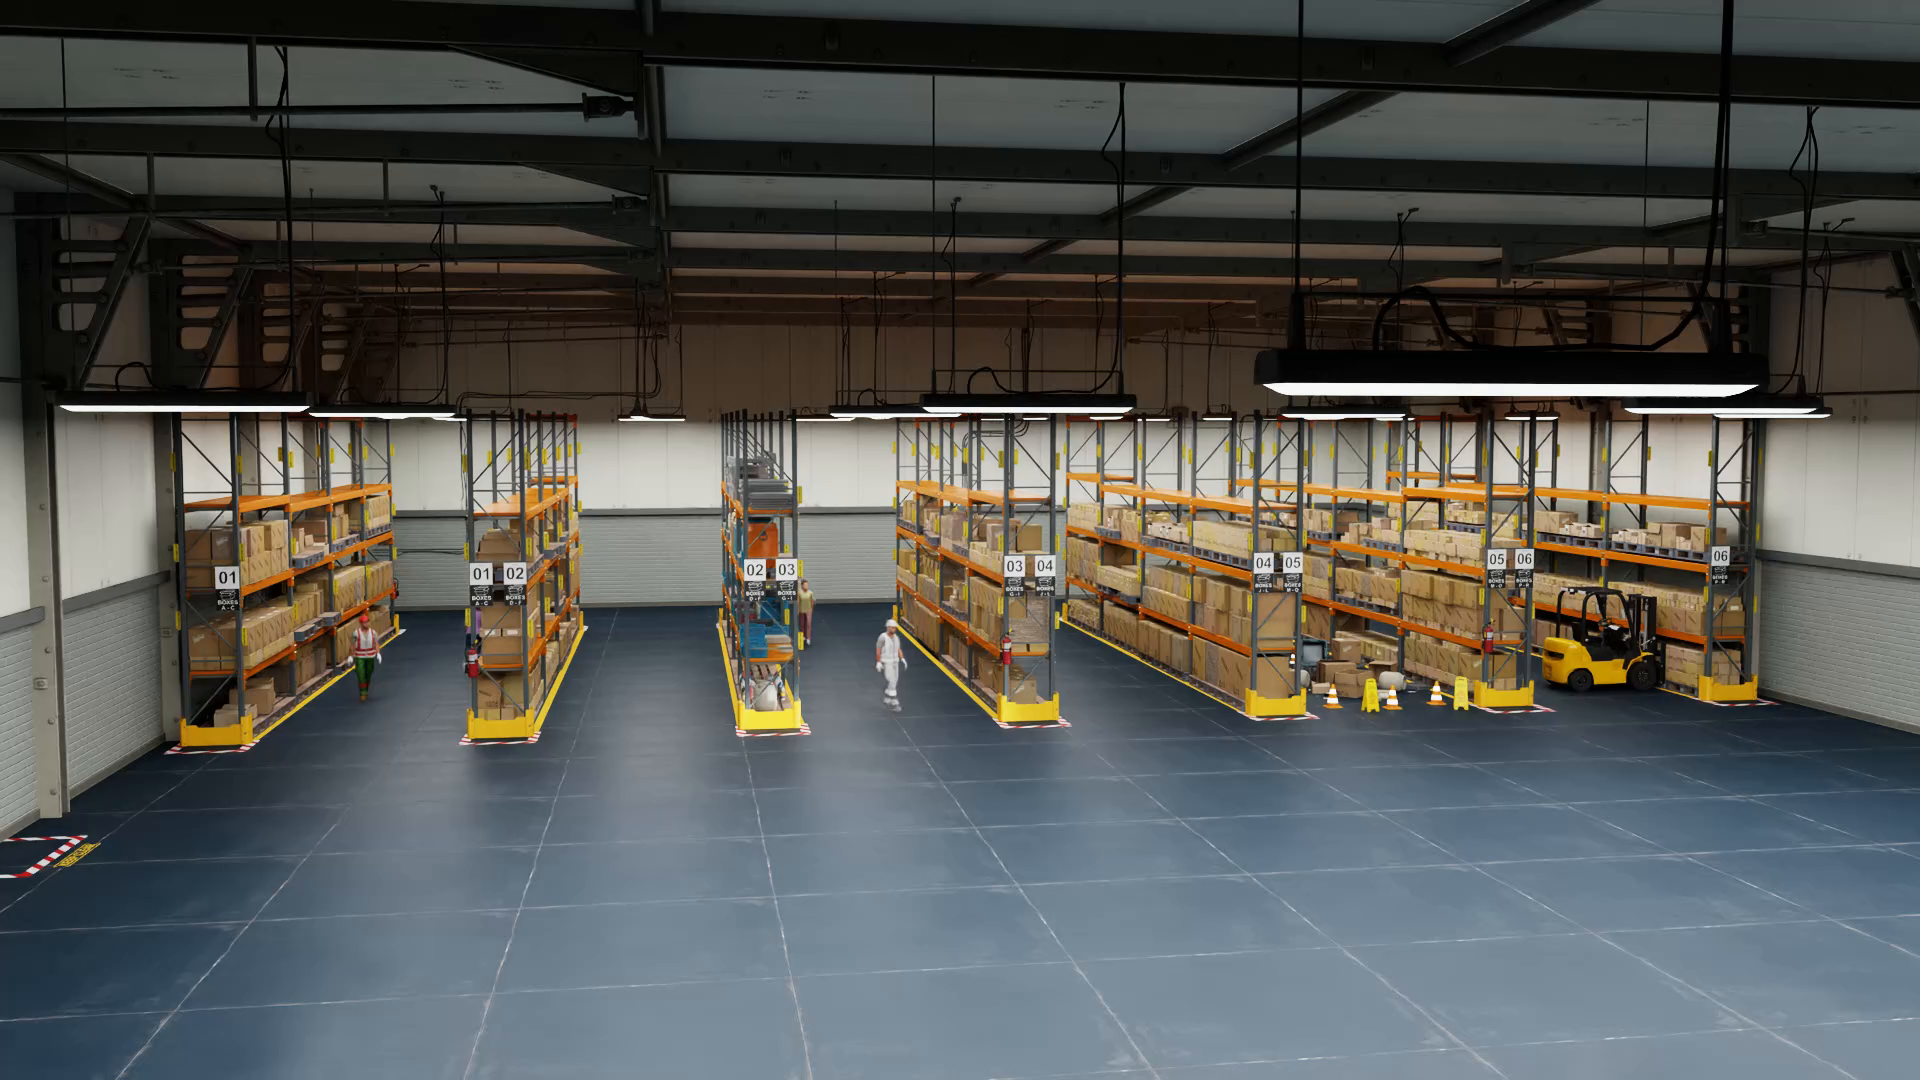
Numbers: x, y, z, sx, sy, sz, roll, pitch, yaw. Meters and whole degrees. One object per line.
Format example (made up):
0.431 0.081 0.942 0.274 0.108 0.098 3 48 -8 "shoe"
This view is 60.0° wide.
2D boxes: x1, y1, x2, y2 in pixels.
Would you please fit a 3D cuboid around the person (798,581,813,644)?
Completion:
-4.054 1.868 43.413 0.462 1.603 1.060 0 4 -6 "person"

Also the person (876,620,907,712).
-1.320 2.509 33.406 0.756 1.790 0.559 4 6 44 "person"

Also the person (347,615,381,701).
-12.297 2.423 34.351 0.640 1.733 0.995 -2 5 -31 "person"

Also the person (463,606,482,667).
-11.382 2.246 38.929 0.479 1.536 0.609 -1 4 -7 "person"
